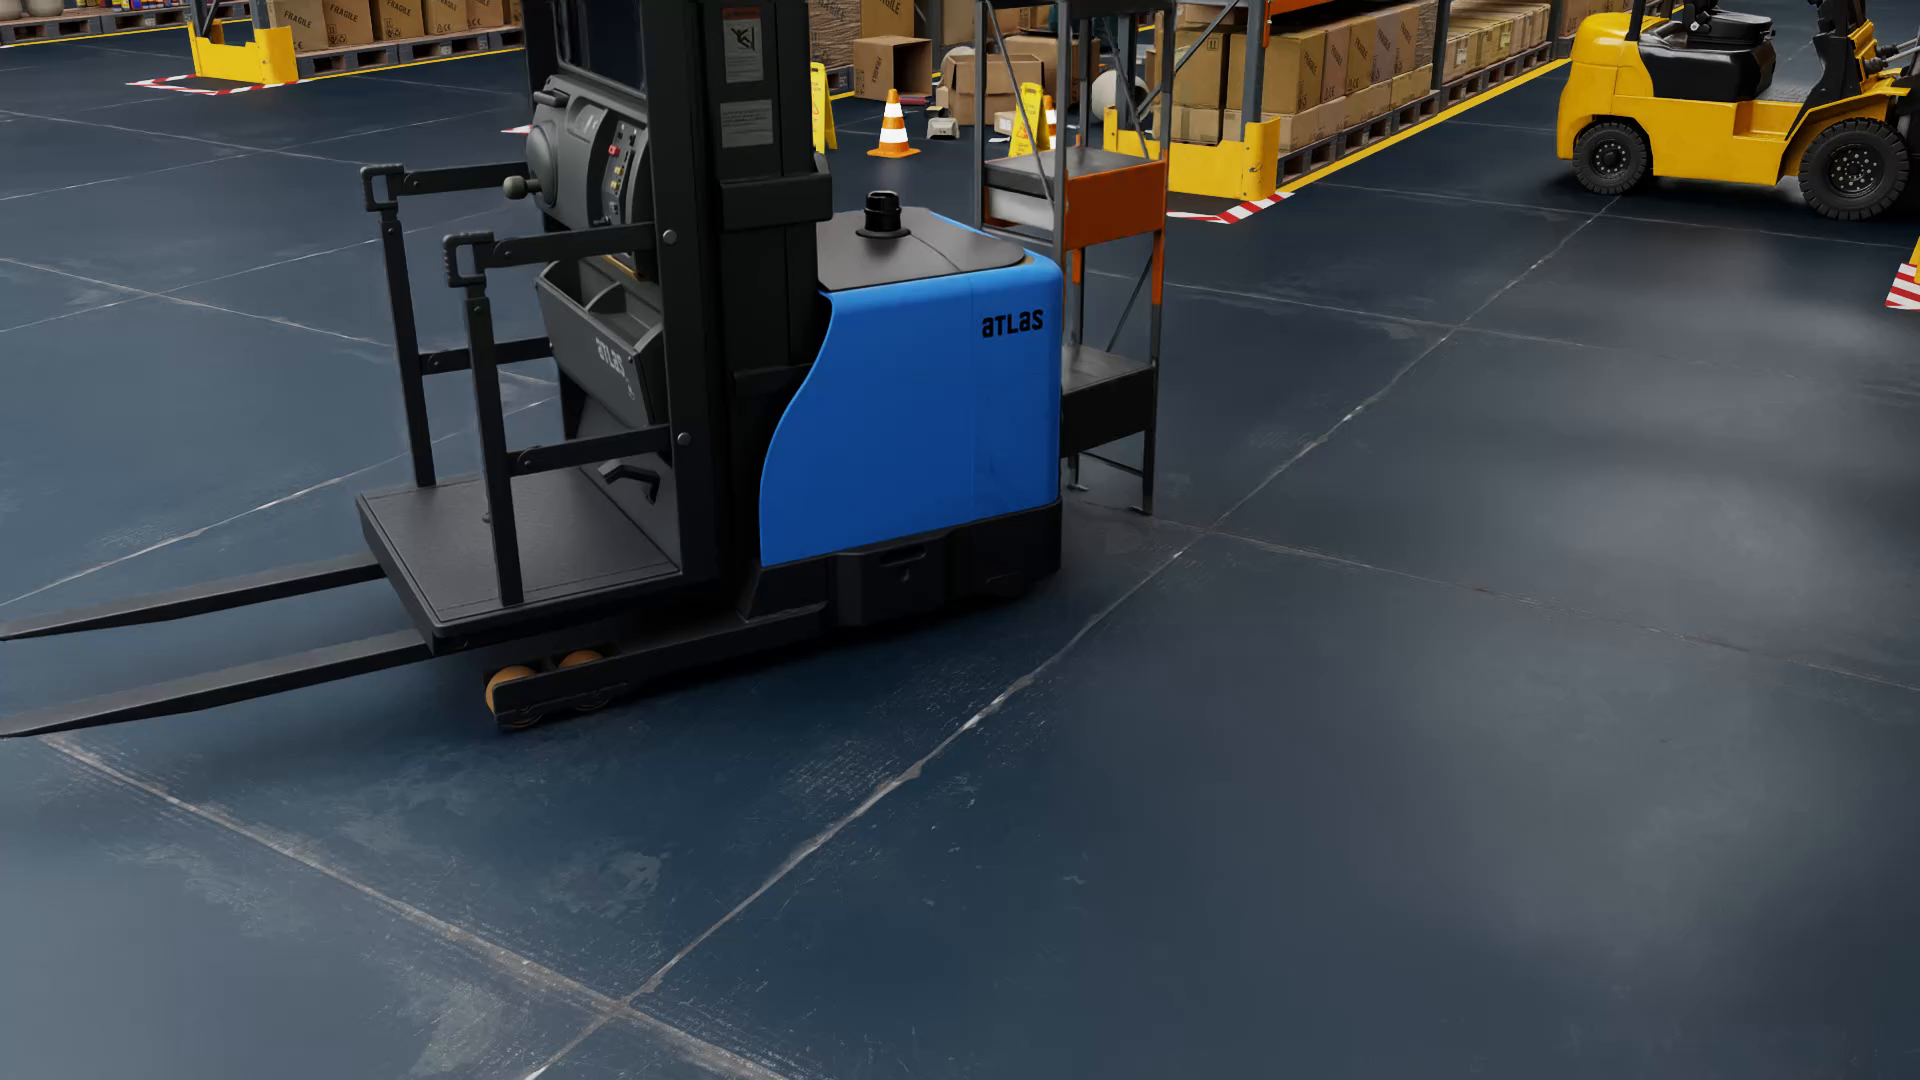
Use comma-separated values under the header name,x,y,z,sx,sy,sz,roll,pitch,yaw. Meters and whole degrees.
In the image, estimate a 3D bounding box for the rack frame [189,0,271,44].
name,x,y,z,sx,sy,sz,roll,pitch,yaw
rack frame,-6.921,-5.811,15.399,1.000,3.000,0.127,14,27,29

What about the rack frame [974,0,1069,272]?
name,x,y,z,sx,sy,sz,roll,pitch,yaw
rack frame,0.187,-0.978,5.367,0.015,2.100,0.400,-20,30,-38

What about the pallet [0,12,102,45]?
name,x,y,z,sx,sy,sz,roll,pitch,yaw
pallet,-10.696,-5.878,19.063,1.003,0.211,1.213,14,27,29

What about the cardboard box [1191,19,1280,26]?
name,x,y,z,sx,sy,sz,roll,pitch,yaw
cardboard box,1.971,-3.512,12.075,0.500,0.500,0.500,15,28,31

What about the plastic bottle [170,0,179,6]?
name,x,y,z,sx,sy,sz,roll,pitch,yaw
plastic bottle,-9.514,-6.566,20.110,0.097,0.201,0.097,0,23,0

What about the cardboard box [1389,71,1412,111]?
name,x,y,z,sx,sy,sz,roll,pitch,yaw
cardboard box,3.252,-3.578,13.172,0.500,0.250,0.500,13,27,28

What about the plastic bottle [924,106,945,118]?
name,x,y,z,sx,sy,sz,roll,pitch,yaw
plastic bottle,-0.212,-3.618,14.031,0.133,0.061,0.283,5,24,11

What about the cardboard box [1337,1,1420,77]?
name,x,y,z,sx,sy,sz,roll,pitch,yaw
cardboard box,3.257,-3.932,13.045,0.500,0.500,0.500,14,27,30

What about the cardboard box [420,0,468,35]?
name,x,y,z,sx,sy,sz,roll,pitch,yaw
cardboard box,-5.613,-5.660,17.665,0.500,0.500,0.500,11,26,24

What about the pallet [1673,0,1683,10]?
name,x,y,z,sx,sy,sz,roll,pitch,yaw
pallet,8.938,-7.159,22.021,1.003,0.211,1.213,14,27,29

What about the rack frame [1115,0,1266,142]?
name,x,y,z,sx,sy,sz,roll,pitch,yaw
rack frame,1.498,-3.735,10.601,1.000,3.000,0.127,14,27,29

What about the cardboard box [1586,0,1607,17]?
name,x,y,z,sx,sy,sz,roll,pitch,yaw
cardboard box,6.627,-6.168,18.369,0.875,0.875,0.875,14,27,30

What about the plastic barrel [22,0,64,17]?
name,x,y,z,sx,sy,sz,roll,pitch,yaw
plastic barrel,-10.583,-6.308,19.148,0.421,0.512,0.421,0,23,0

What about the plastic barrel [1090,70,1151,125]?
name,x,y,z,sx,sy,sz,roll,pitch,yaw
plastic barrel,1.301,-3.567,13.456,0.421,0.421,0.512,-7,24,-17

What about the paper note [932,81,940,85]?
name,x,y,z,sx,sy,sz,roll,pitch,yaw
paper note,-0.236,-4.309,15.664,0.147,0.020,0.142,-3,24,-7

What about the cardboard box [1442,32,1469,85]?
name,x,y,z,sx,sy,sz,roll,pitch,yaw
cardboard box,3.882,-4.249,14.569,0.950,0.372,0.625,14,27,30

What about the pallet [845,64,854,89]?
name,x,y,z,sx,sy,sz,roll,pitch,yaw
pallet,-1.119,-4.568,16.036,1.003,0.211,1.213,14,27,29

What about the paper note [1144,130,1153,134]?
name,x,y,z,sx,sy,sz,roll,pitch,yaw
paper note,1.542,-3.255,13.230,0.142,0.019,0.148,5,24,11

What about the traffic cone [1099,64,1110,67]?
name,x,y,z,sx,sy,sz,roll,pitch,yaw
traffic cone,1.339,-5.060,16.856,0.336,0.463,0.334,14,27,29

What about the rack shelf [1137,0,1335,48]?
name,x,y,z,sx,sy,sz,roll,pitch,yaw
rack shelf,2.553,-4.080,12.303,1.077,0.370,4.000,14,27,29

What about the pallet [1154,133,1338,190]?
name,x,y,z,sx,sy,sz,roll,pitch,yaw
pallet,1.996,-2.747,11.831,1.003,0.211,1.213,14,27,29

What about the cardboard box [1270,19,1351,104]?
name,x,y,z,sx,sy,sz,roll,pitch,yaw
cardboard box,2.442,-3.410,11.839,0.500,0.500,0.500,13,26,27

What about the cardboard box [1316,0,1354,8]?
name,x,y,z,sx,sy,sz,roll,pitch,yaw
cardboard box,2.795,-4.034,13.281,0.500,0.500,0.500,15,28,31

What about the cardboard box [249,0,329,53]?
name,x,y,z,sx,sy,sz,roll,pitch,yaw
cardboard box,-6.578,-5.064,16.290,0.500,0.500,0.500,20,30,38

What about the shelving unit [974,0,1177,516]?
name,x,y,z,sx,sy,sz,roll,pitch,yaw
shelving unit,0.367,-1.044,5.518,0.503,2.100,0.431,-20,30,-38

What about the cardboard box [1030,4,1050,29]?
name,x,y,z,sx,sy,sz,roll,pitch,yaw
cardboard box,0.603,-6.116,18.405,1.050,0.750,0.750,14,27,30

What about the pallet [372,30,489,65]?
name,x,y,z,sx,sy,sz,roll,pitch,yaw
pallet,-5.778,-5.234,17.575,1.003,0.211,1.213,14,27,29

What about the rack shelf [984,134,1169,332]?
name,x,y,z,sx,sy,sz,roll,pitch,yaw
rack shelf,0.367,-1.031,5.524,0.480,0.518,0.431,-20,30,-38

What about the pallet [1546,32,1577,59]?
name,x,y,z,sx,sy,sz,roll,pitch,yaw
pallet,6.198,-5.405,17.971,1.003,0.211,1.213,14,27,29

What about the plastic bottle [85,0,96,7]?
name,x,y,z,sx,sy,sz,roll,pitch,yaw
plastic bottle,-10.487,-6.560,19.992,0.061,0.283,0.133,15,27,30

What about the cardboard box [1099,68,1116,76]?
name,x,y,z,sx,sy,sz,roll,pitch,yaw
cardboard box,1.355,-4.005,14.667,0.258,0.266,0.396,-3,24,-7

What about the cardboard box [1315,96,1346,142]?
name,x,y,z,sx,sy,sz,roll,pitch,yaw
cardboard box,2.434,-3.051,11.953,0.500,0.250,0.500,15,28,31

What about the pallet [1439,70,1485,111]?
name,x,y,z,sx,sy,sz,roll,pitch,yaw
pallet,4.017,-4.068,14.882,1.003,0.211,1.213,14,27,29

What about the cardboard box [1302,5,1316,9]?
name,x,y,z,sx,sy,sz,roll,pitch,yaw
cardboard box,2.541,-4.220,12.894,0.380,0.149,0.250,16,28,32

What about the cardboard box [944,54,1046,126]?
name,x,y,z,sx,sy,sz,roll,pitch,yaw
cardboard box,0.273,-3.712,13.692,0.797,0.503,0.637,-3,24,-7

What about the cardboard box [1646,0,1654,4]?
name,x,y,z,sx,sy,sz,roll,pitch,yaw
cardboard box,8.250,-6.991,20.820,0.875,0.438,0.875,13,27,28

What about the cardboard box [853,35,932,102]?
name,x,y,z,sx,sy,sz,roll,pitch,yaw
cardboard box,-0.598,-4.203,14.826,0.500,0.500,0.500,20,30,38

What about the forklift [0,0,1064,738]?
name,x,y,z,sx,sy,sz,roll,pitch,yaw
forklift,-1.212,-1.069,4.530,3.031,2.935,1.130,-13,26,-27

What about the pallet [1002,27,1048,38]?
name,x,y,z,sx,sy,sz,roll,pitch,yaw
pallet,0.335,-5.498,18.184,1.003,0.211,1.213,14,27,29

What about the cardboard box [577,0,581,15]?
name,x,y,z,sx,sy,sz,roll,pitch,yaw
cardboard box,-4.469,-6.419,19.395,0.700,0.500,0.500,12,26,25

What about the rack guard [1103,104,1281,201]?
name,x,y,z,sx,sy,sz,roll,pitch,yaw
rack guard,1.538,-2.613,11.157,1.175,0.500,0.348,14,27,29

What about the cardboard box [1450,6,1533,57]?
name,x,y,z,sx,sy,sz,roll,pitch,yaw
cardboard box,5.029,-4.982,16.262,0.950,0.372,0.625,13,27,28

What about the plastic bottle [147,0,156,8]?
name,x,y,z,sx,sy,sz,roll,pitch,yaw
plastic bottle,-9.675,-6.495,19.859,0.097,0.271,0.097,0,23,0

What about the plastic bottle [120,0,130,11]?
name,x,y,z,sx,sy,sz,roll,pitch,yaw
plastic bottle,-9.853,-6.349,19.608,0.097,0.201,0.097,0,23,0

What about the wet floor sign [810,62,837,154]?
name,x,y,z,sx,sy,sz,roll,pitch,yaw
wet floor sign,-1.094,-3.233,12.405,0.267,0.644,0.232,9,25,20

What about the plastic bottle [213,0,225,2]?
name,x,y,z,sx,sy,sz,roll,pitch,yaw
plastic bottle,-9.215,-6.843,20.562,0.144,0.351,0.185,12,26,26
